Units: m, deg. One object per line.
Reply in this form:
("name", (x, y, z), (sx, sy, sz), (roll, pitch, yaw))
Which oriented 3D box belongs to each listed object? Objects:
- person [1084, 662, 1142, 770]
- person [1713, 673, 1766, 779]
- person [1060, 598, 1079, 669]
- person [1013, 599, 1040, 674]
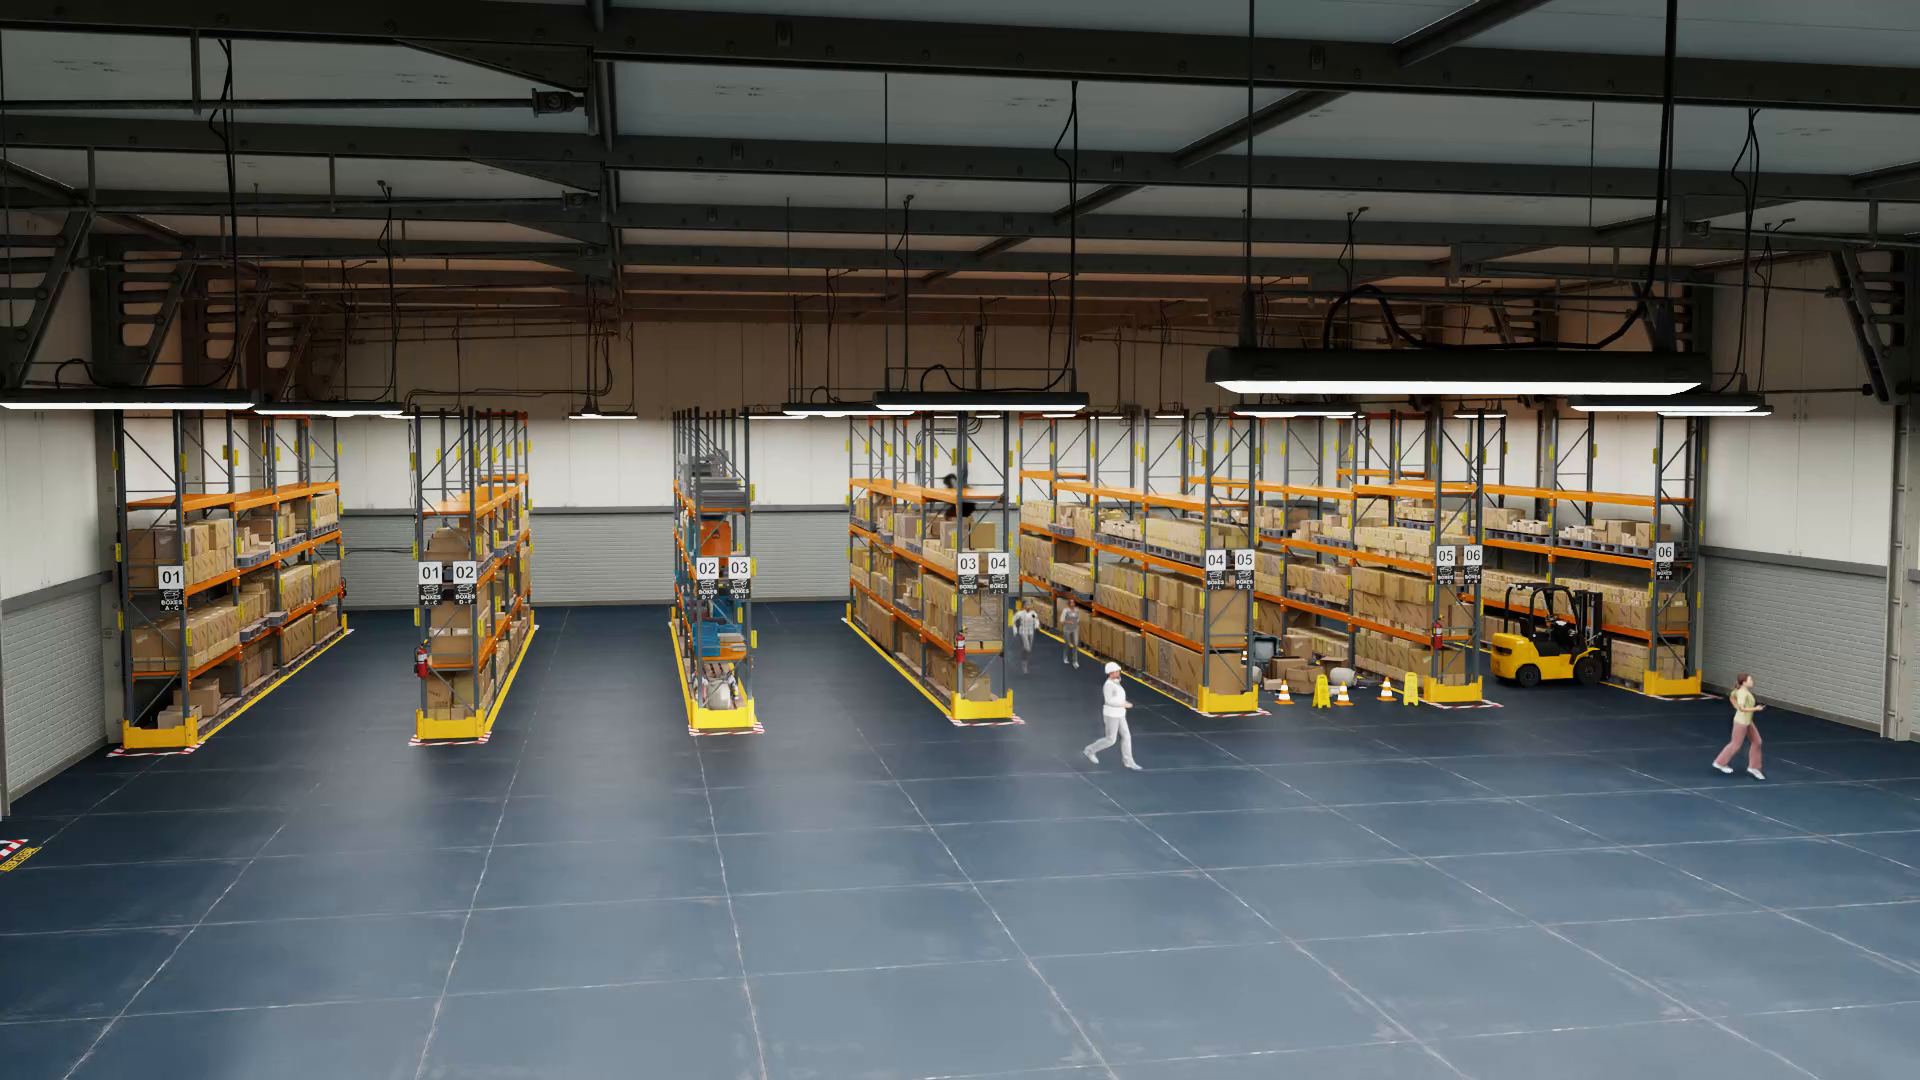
("person", (2.521, 2.892, 27.352), (0.963, 1.778, 0.673), (1, 4, 19))
("person", (12.555, 2.987, 26.753), (0.778, 1.726, 0.563), (3, 5, 33))
("person", (2.569, 2.160, 38.828), (0.526, 1.628, 0.774), (-1, 4, -12))
("person", (1.527, 2.190, 37.940), (0.574, 1.709, 0.783), (-2, 4, -22))
